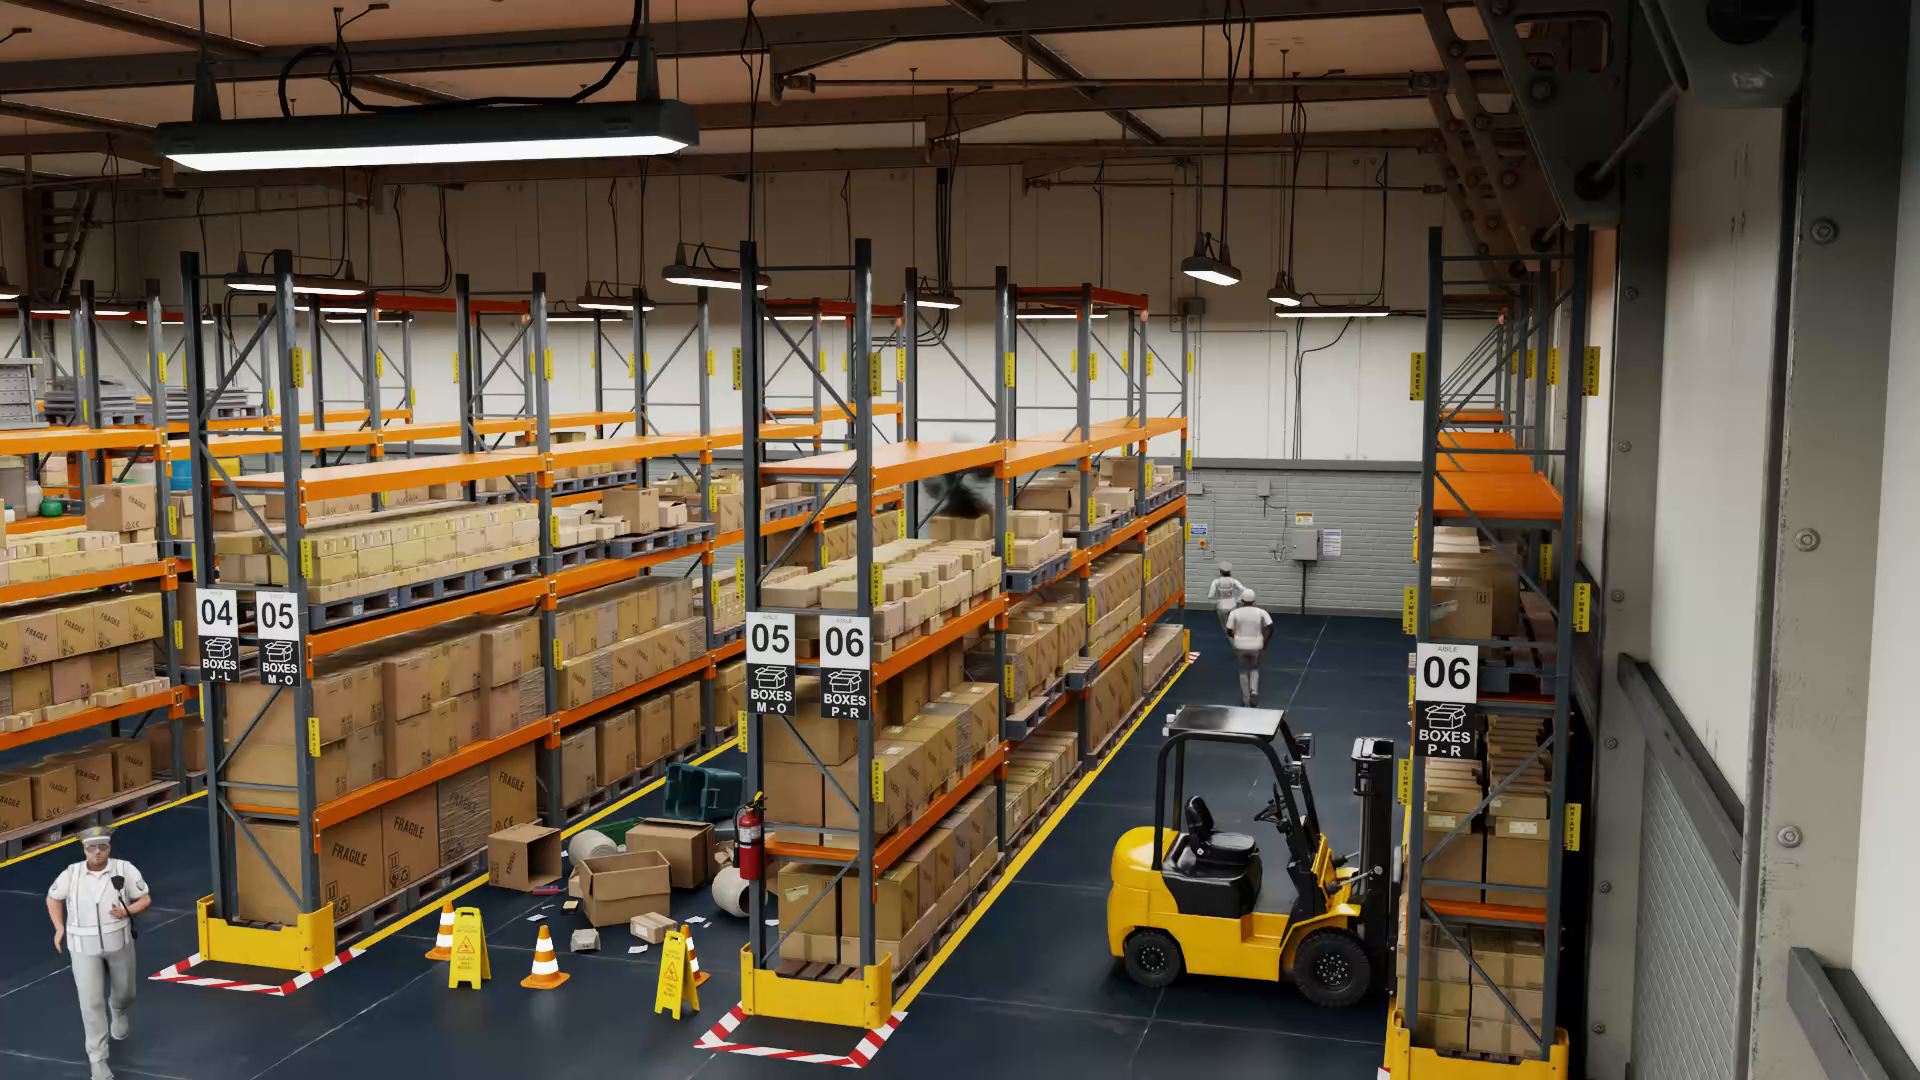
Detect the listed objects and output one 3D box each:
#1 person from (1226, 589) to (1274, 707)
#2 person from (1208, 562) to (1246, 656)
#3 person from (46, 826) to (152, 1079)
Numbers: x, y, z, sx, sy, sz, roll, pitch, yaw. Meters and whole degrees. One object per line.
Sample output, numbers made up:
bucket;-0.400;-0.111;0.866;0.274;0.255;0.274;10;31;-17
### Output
person;4.246;1.576;24.427;0.679;1.747;0.534;1;6;7
person;4.573;1.172;28.592;0.705;1.643;0.758;-1;6;-7
person;-6.216;2.923;12.050;0.667;1.759;0.987;-4;7;-30
